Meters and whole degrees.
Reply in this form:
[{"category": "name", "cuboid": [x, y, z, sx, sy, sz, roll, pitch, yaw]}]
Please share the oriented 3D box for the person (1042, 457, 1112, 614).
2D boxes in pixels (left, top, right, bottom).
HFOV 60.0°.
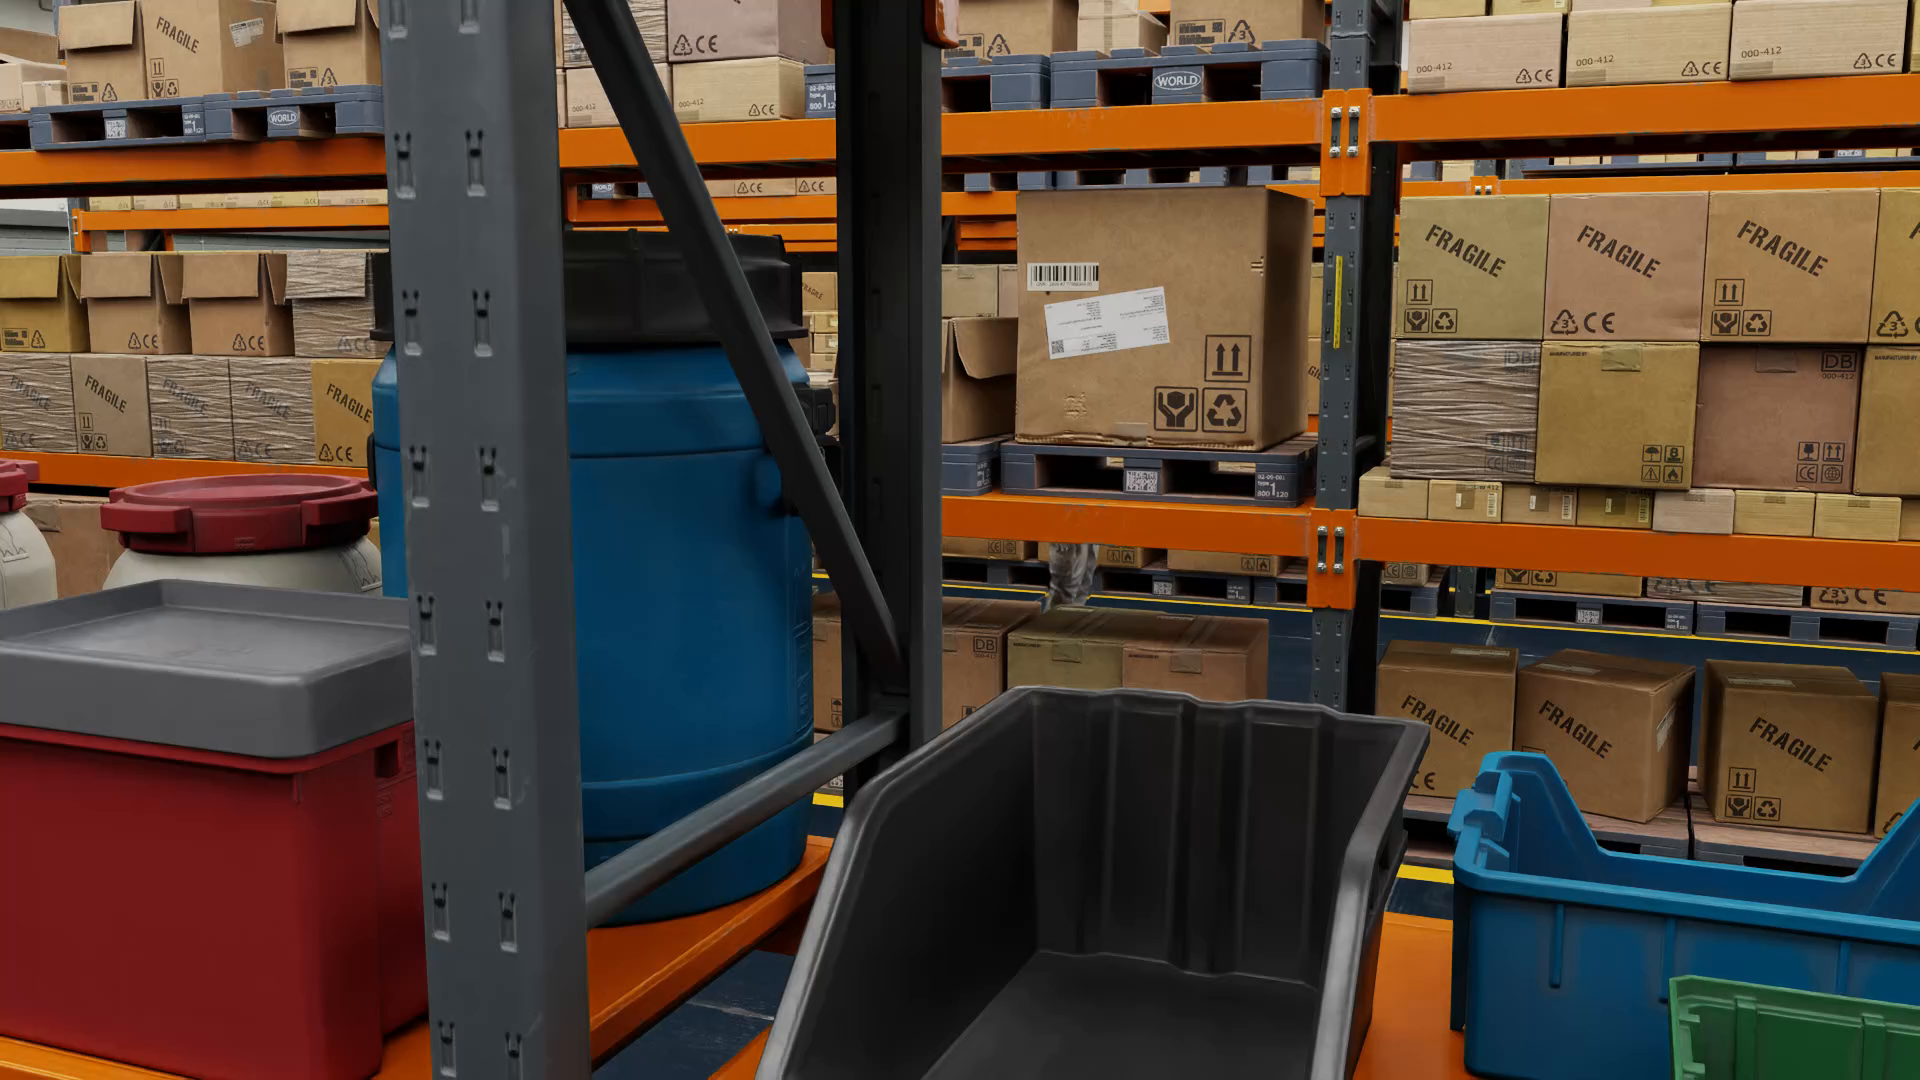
[{"category": "person", "cuboid": [0.640, -0.128, 9.089, 0.356, 1.786, 0.564, 4, 9, 24]}]
